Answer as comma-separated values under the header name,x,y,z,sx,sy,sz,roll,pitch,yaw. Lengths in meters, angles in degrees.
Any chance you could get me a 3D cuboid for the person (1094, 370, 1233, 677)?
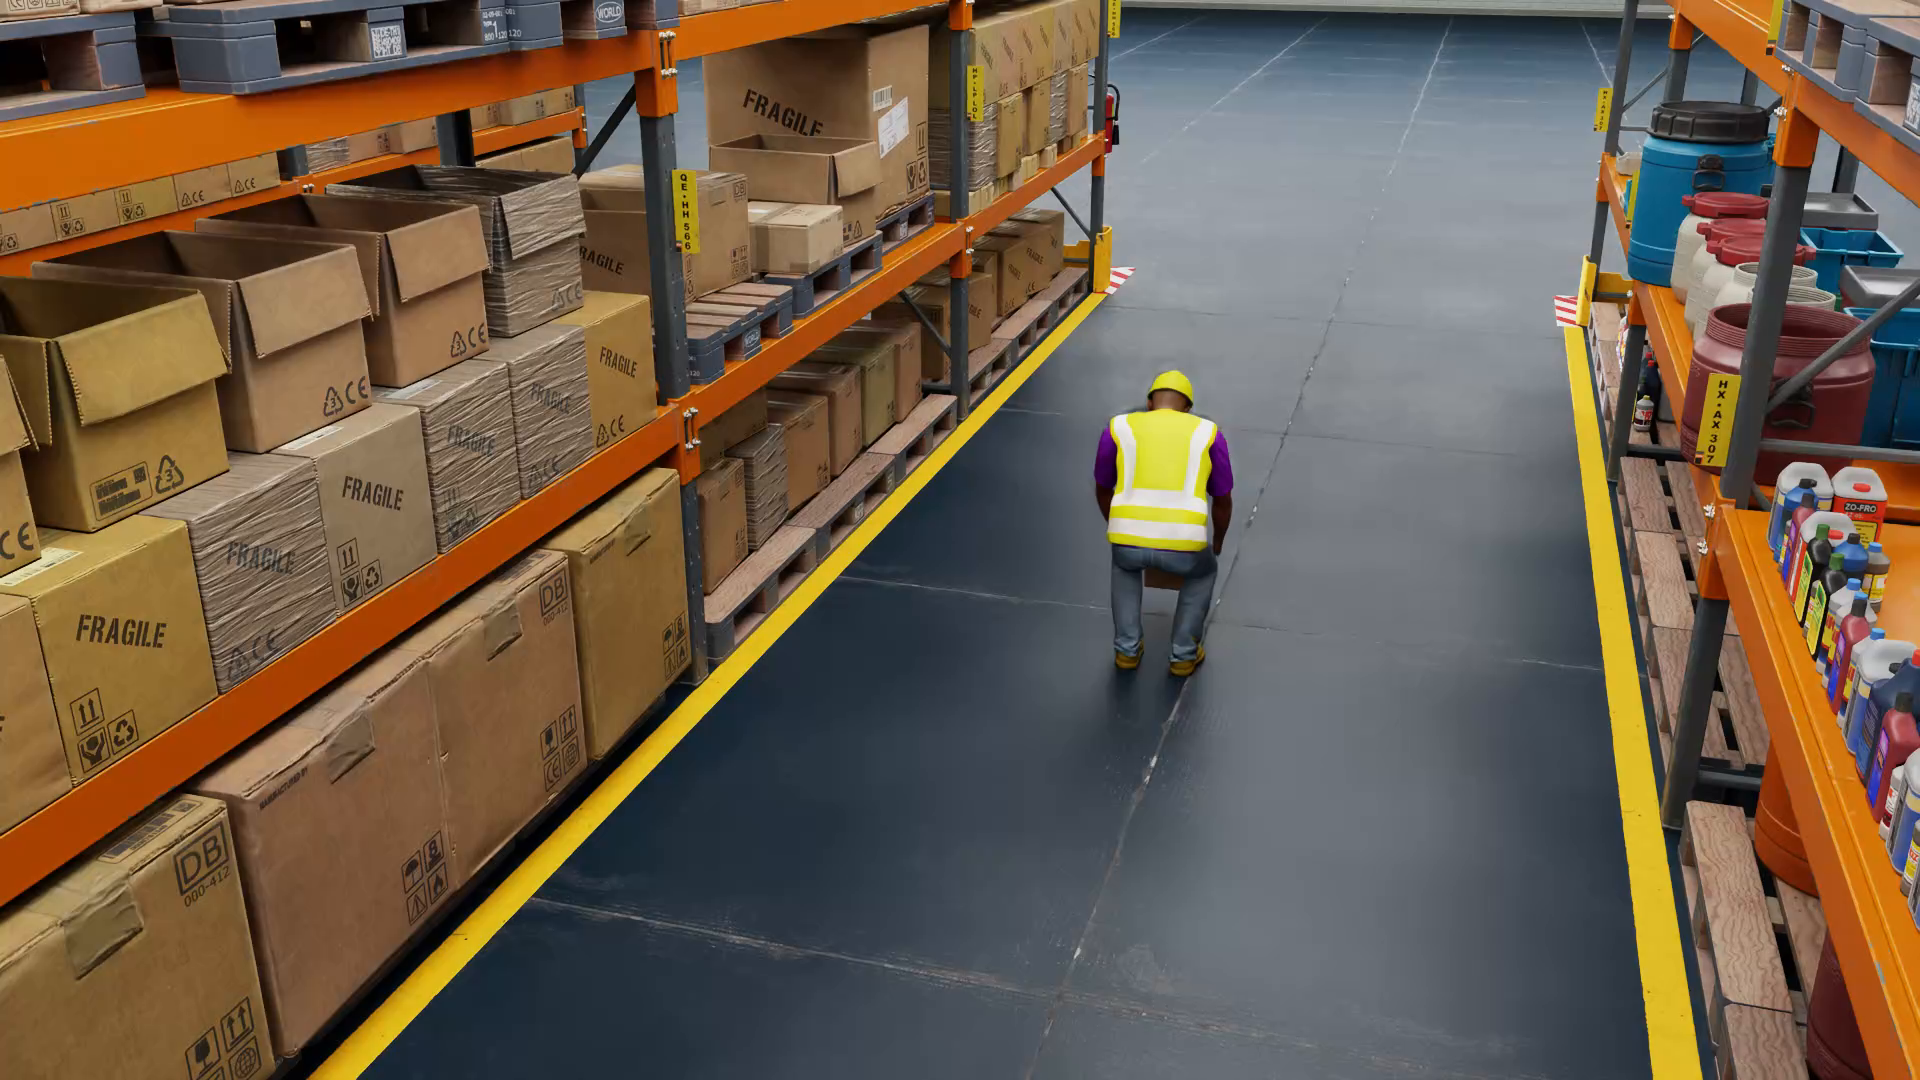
name,x,y,z,sx,sy,sz,roll,pitch,yaw
person,0.875,-0.069,7.413,0.626,1.260,0.823,6,23,16
